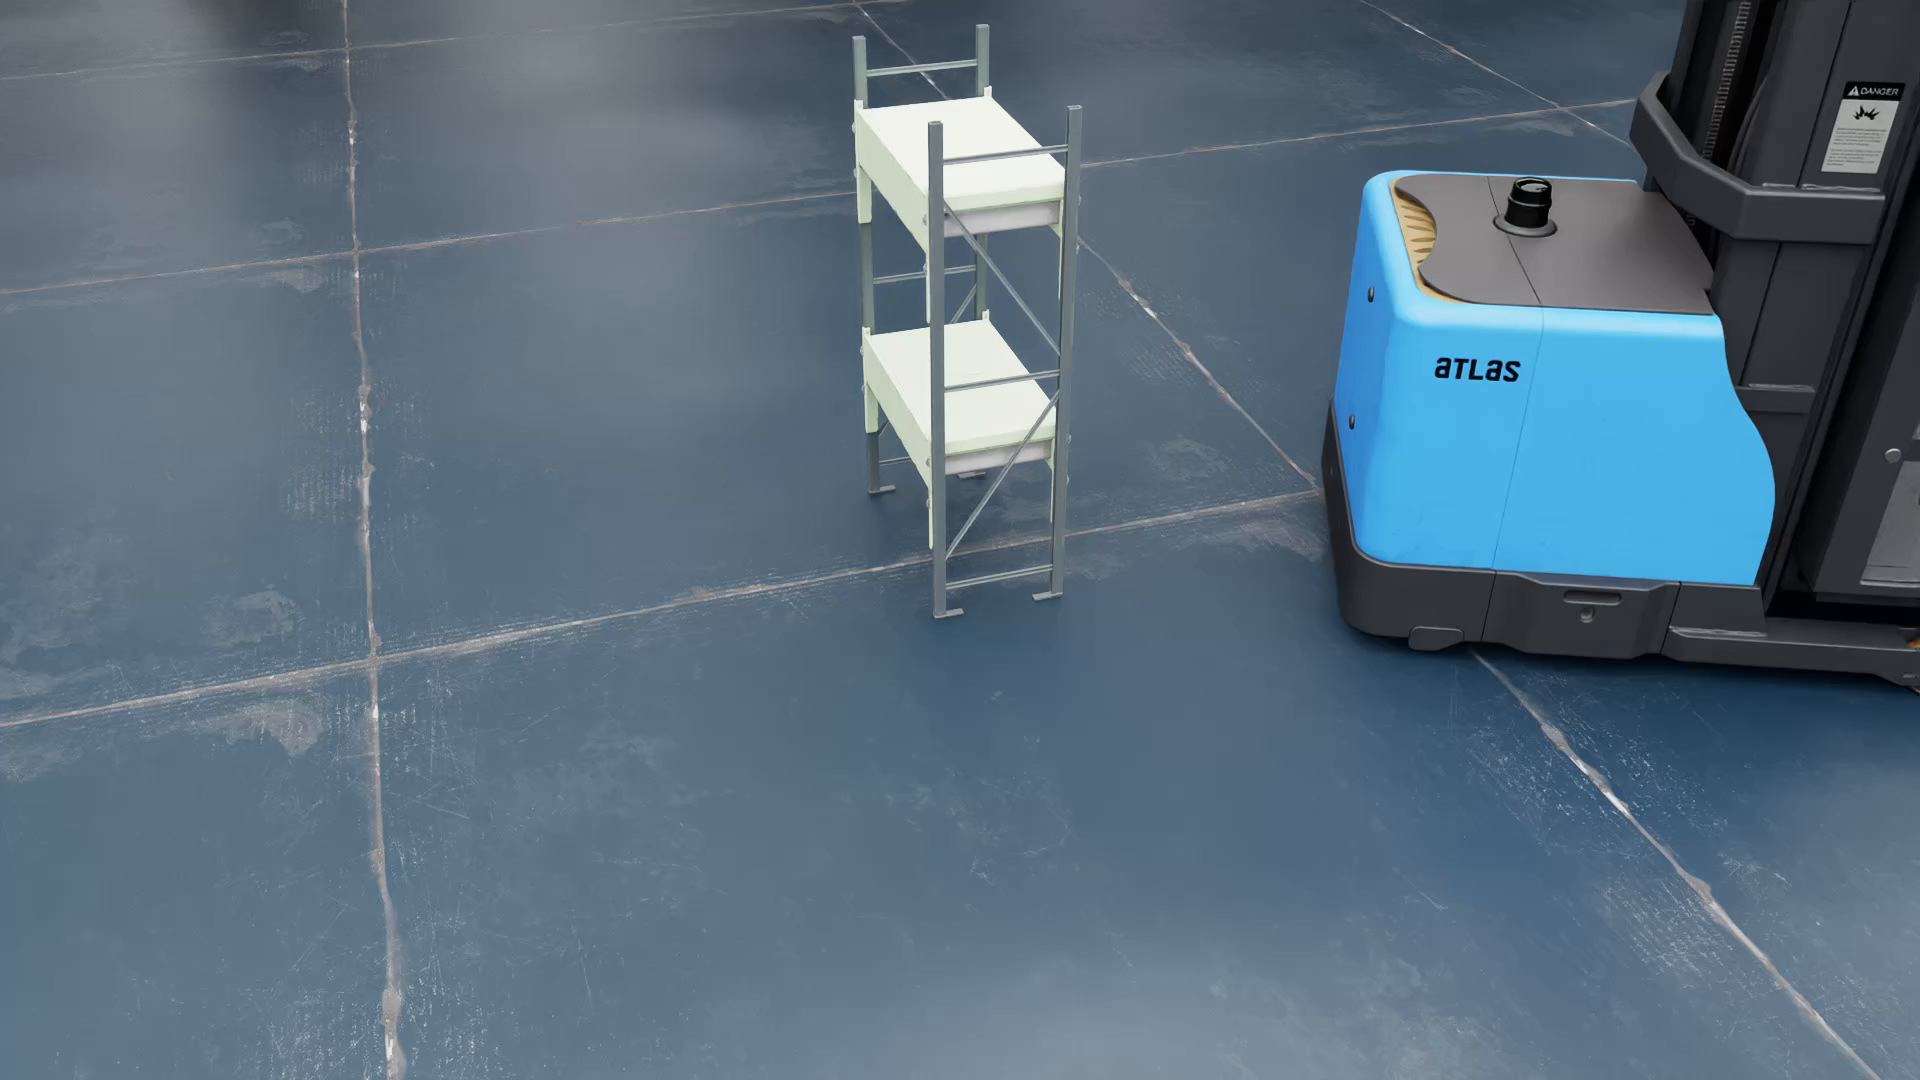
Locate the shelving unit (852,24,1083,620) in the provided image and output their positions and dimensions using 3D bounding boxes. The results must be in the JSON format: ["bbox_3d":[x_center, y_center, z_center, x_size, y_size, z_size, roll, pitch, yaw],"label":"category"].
[{"bbox_3d":[0.002,-0.622,4.831,0.431,1.500,0.755,-10,35,-15],"label":"shelving unit"}]

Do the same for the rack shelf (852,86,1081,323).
[{"bbox_3d":[0.002,-0.948,4.616,0.431,0.370,0.720,-10,35,-15],"label":"rack shelf"}]

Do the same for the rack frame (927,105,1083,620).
[{"bbox_3d":[0.114,-0.430,4.540,0.400,1.500,0.023,-10,35,-15],"label":"rack frame"}]

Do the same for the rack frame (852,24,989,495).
[{"bbox_3d":[-0.110,-0.814,5.122,0.400,1.500,0.023,-10,35,-15],"label":"rack frame"}]

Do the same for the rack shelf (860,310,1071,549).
[{"bbox_3d":[0.002,-0.350,5.011,0.431,0.370,0.720,-10,35,-15],"label":"rack shelf"}]

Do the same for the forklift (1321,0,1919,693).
[{"bbox_3d":[2.653,-1.092,4.244,3.031,2.935,1.130,4,34,5],"label":"forklift"}]
